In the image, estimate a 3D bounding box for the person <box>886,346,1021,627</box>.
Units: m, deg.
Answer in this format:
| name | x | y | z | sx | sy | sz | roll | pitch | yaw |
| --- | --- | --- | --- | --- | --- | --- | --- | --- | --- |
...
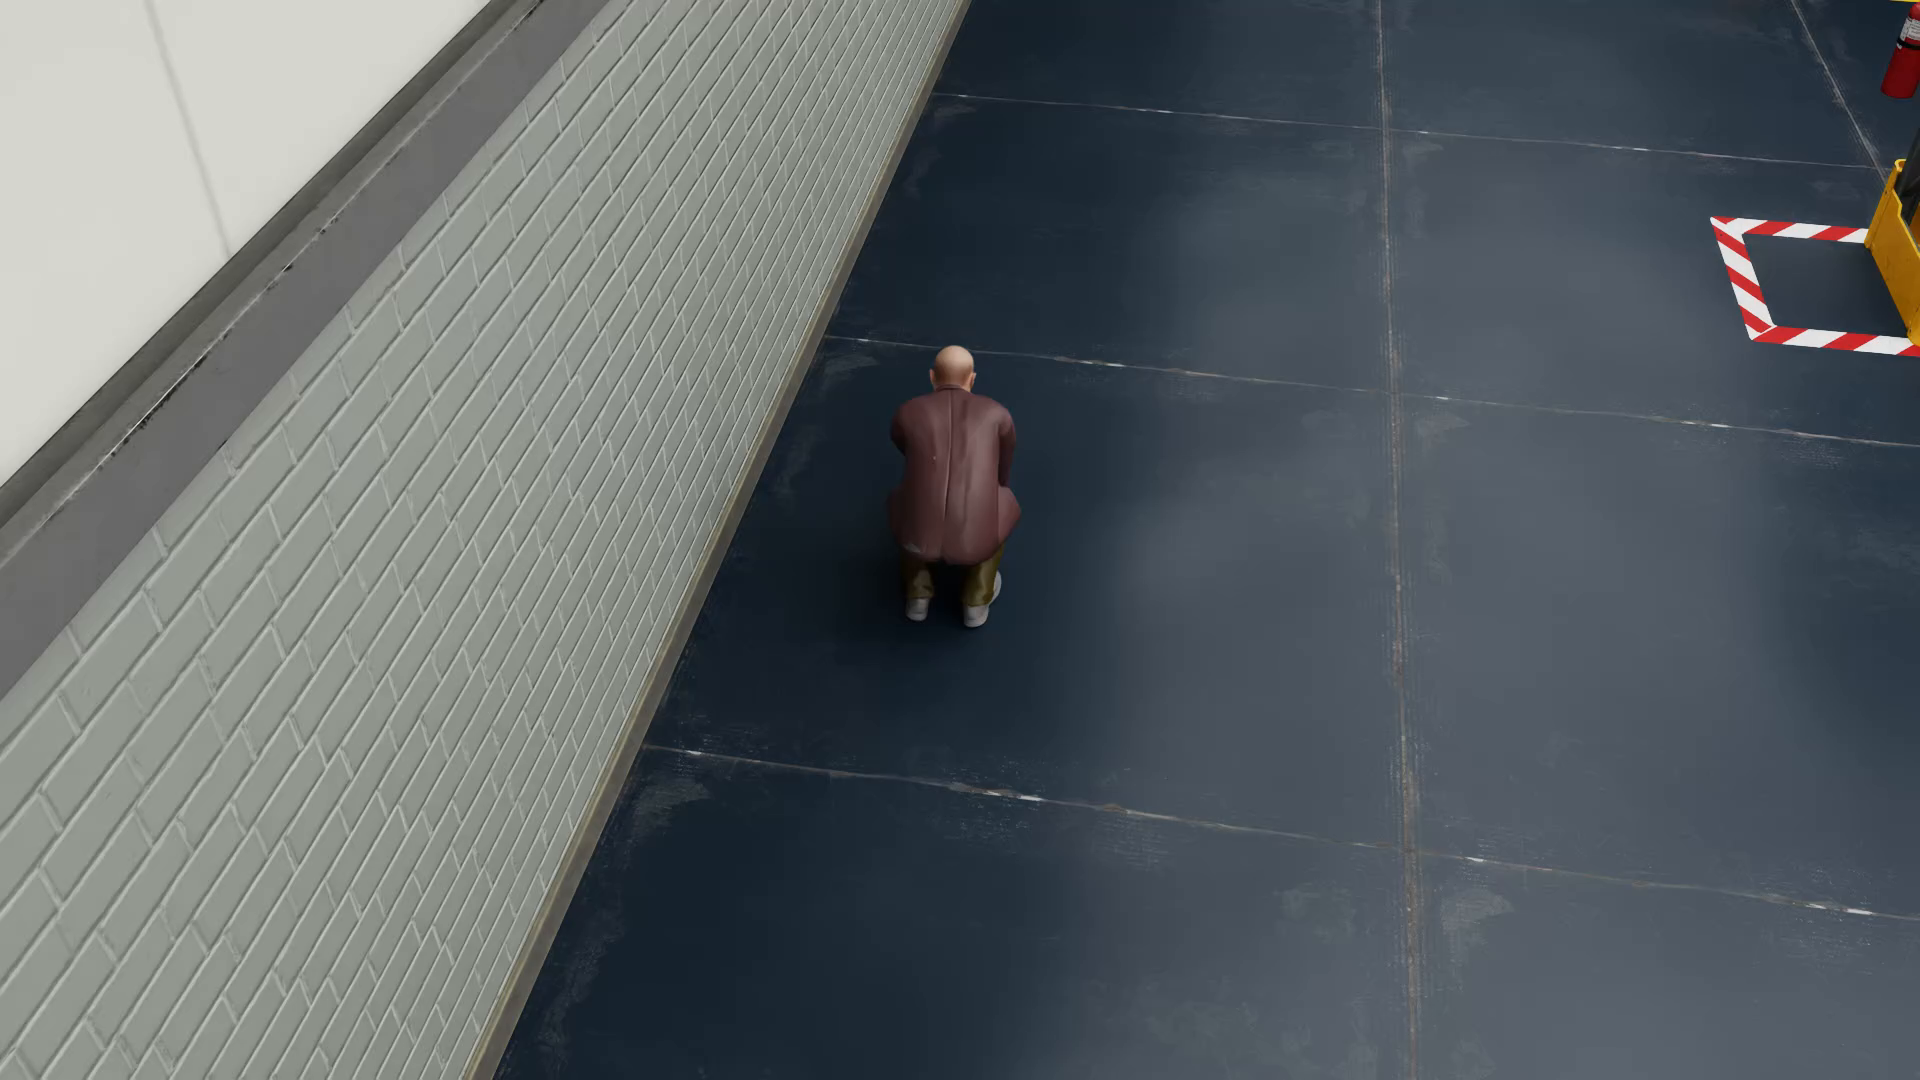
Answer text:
| name | x | y | z | sx | sy | sz | roll | pitch | yaw |
| --- | --- | --- | --- | --- | --- | --- | --- | --- | --- |
| person | -0.018 | -0.220 | 7.047 | 0.578 | 0.991 | 0.924 | 6 | 40 | 7 |
